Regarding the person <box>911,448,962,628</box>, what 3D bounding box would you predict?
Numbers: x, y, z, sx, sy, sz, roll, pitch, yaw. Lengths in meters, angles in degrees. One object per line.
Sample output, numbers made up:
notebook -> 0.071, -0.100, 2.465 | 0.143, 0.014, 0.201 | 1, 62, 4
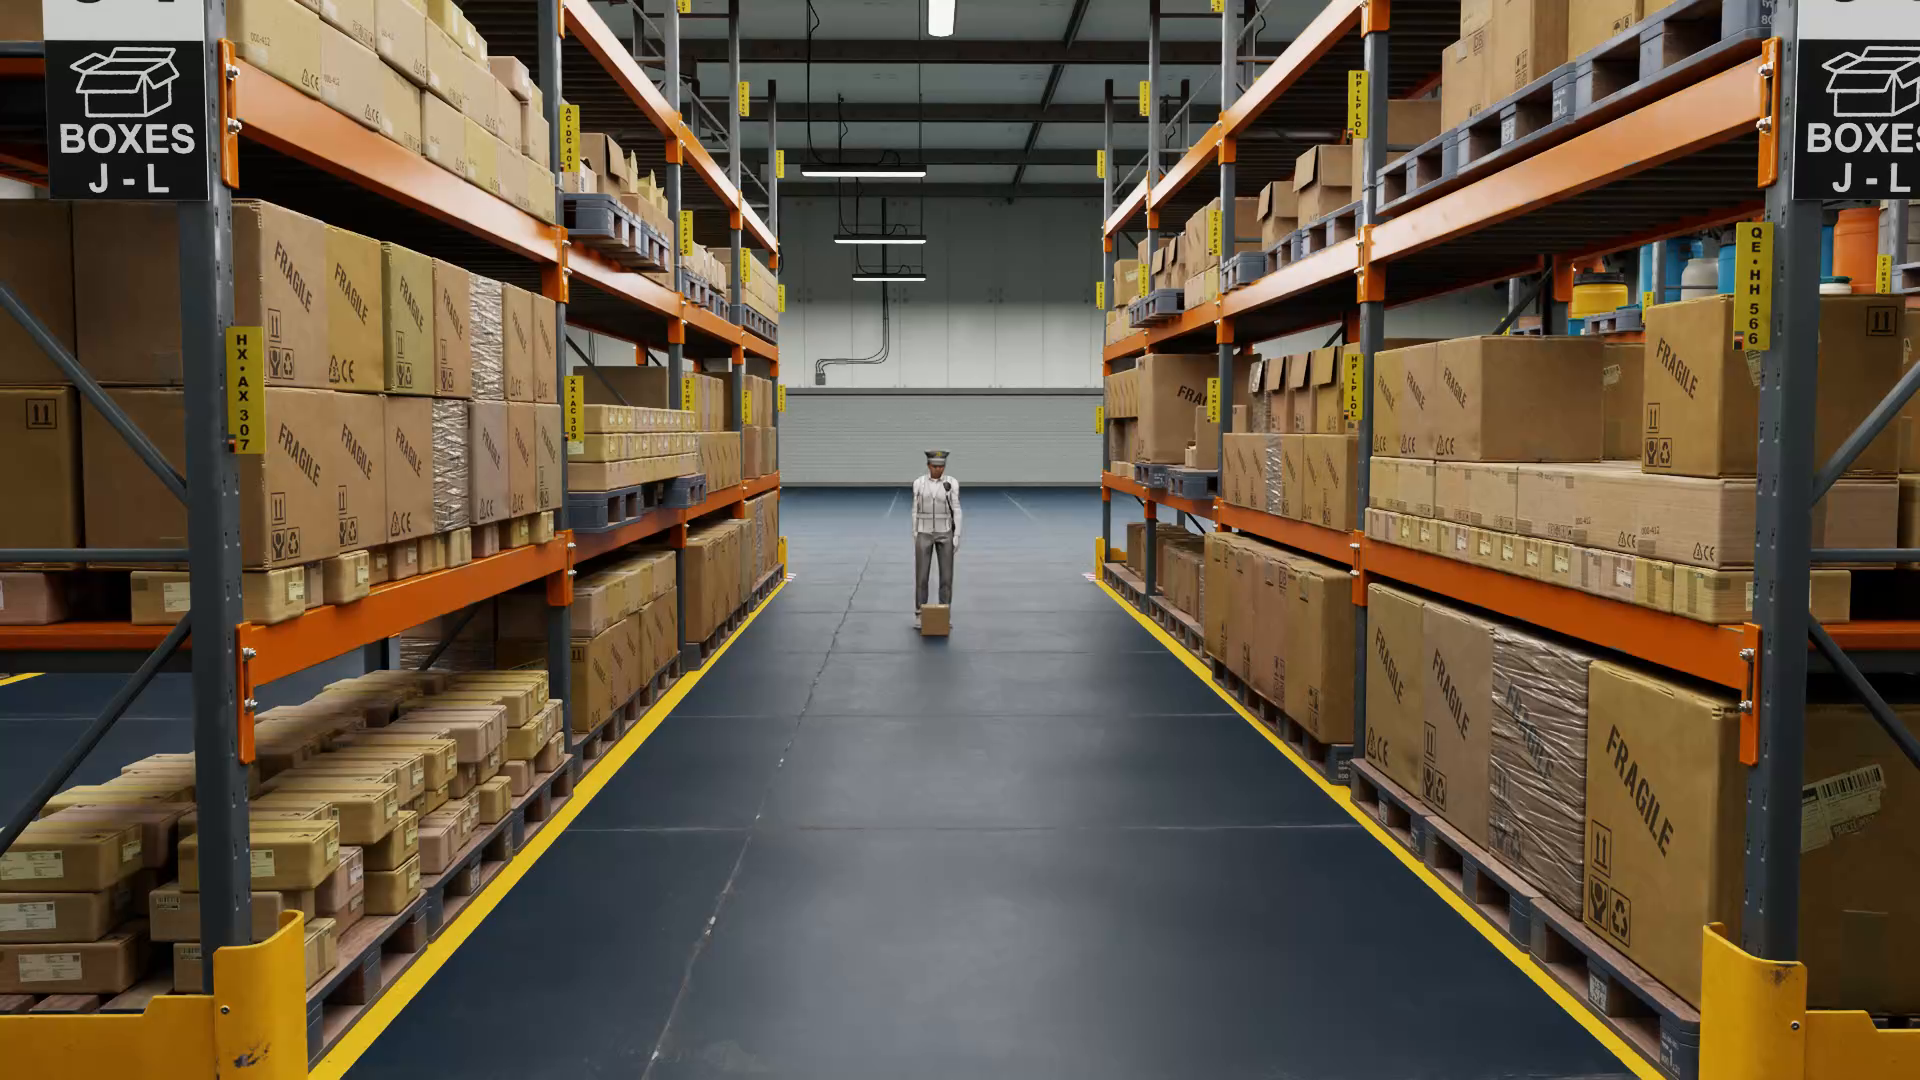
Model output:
person -> -0.214, -0.017, 15.315 | 0.471, 1.662, 0.327 | 0, 4, 0
